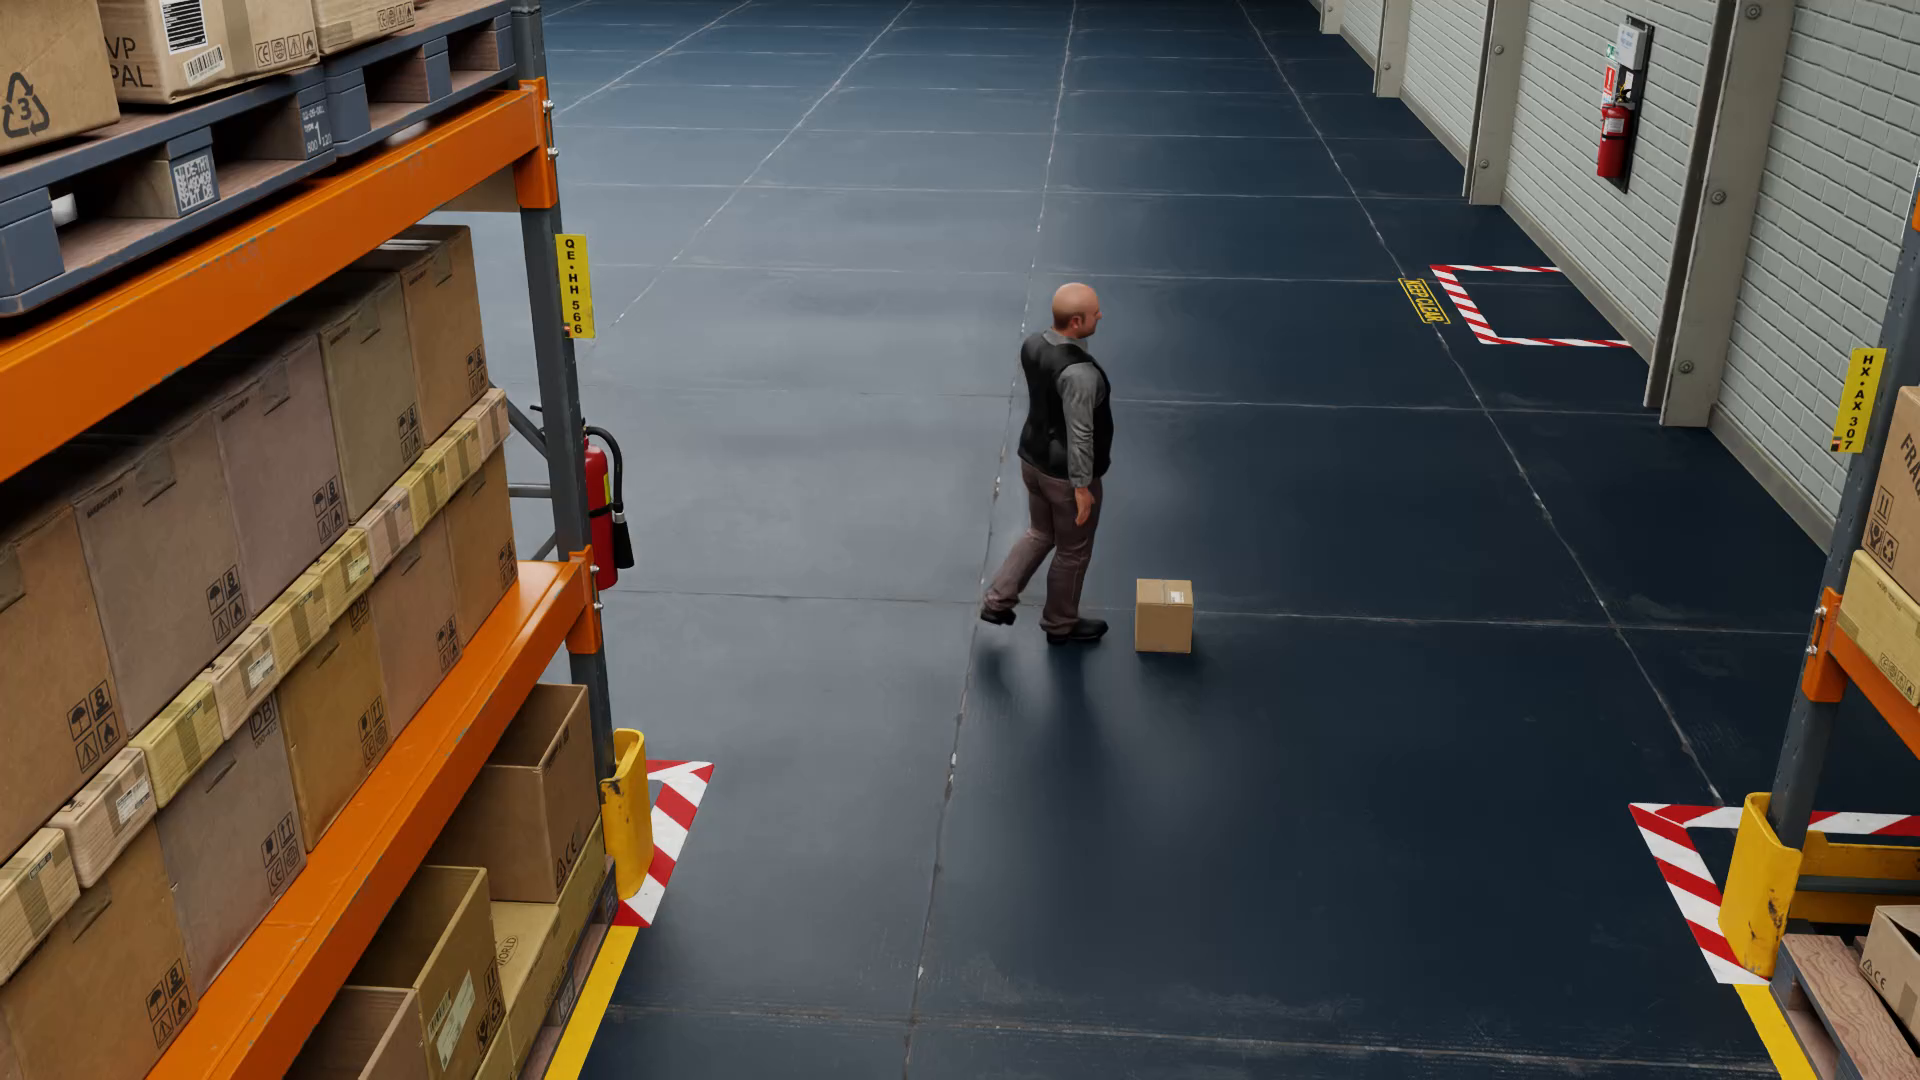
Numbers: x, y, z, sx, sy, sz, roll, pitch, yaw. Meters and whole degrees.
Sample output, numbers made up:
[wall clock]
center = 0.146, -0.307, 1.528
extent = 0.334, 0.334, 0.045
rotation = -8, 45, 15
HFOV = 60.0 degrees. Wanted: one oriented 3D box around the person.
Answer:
[person]
center = 0.416, -0.300, 7.275
extent = 0.584, 1.714, 0.567
rotation = -13, 27, -26
